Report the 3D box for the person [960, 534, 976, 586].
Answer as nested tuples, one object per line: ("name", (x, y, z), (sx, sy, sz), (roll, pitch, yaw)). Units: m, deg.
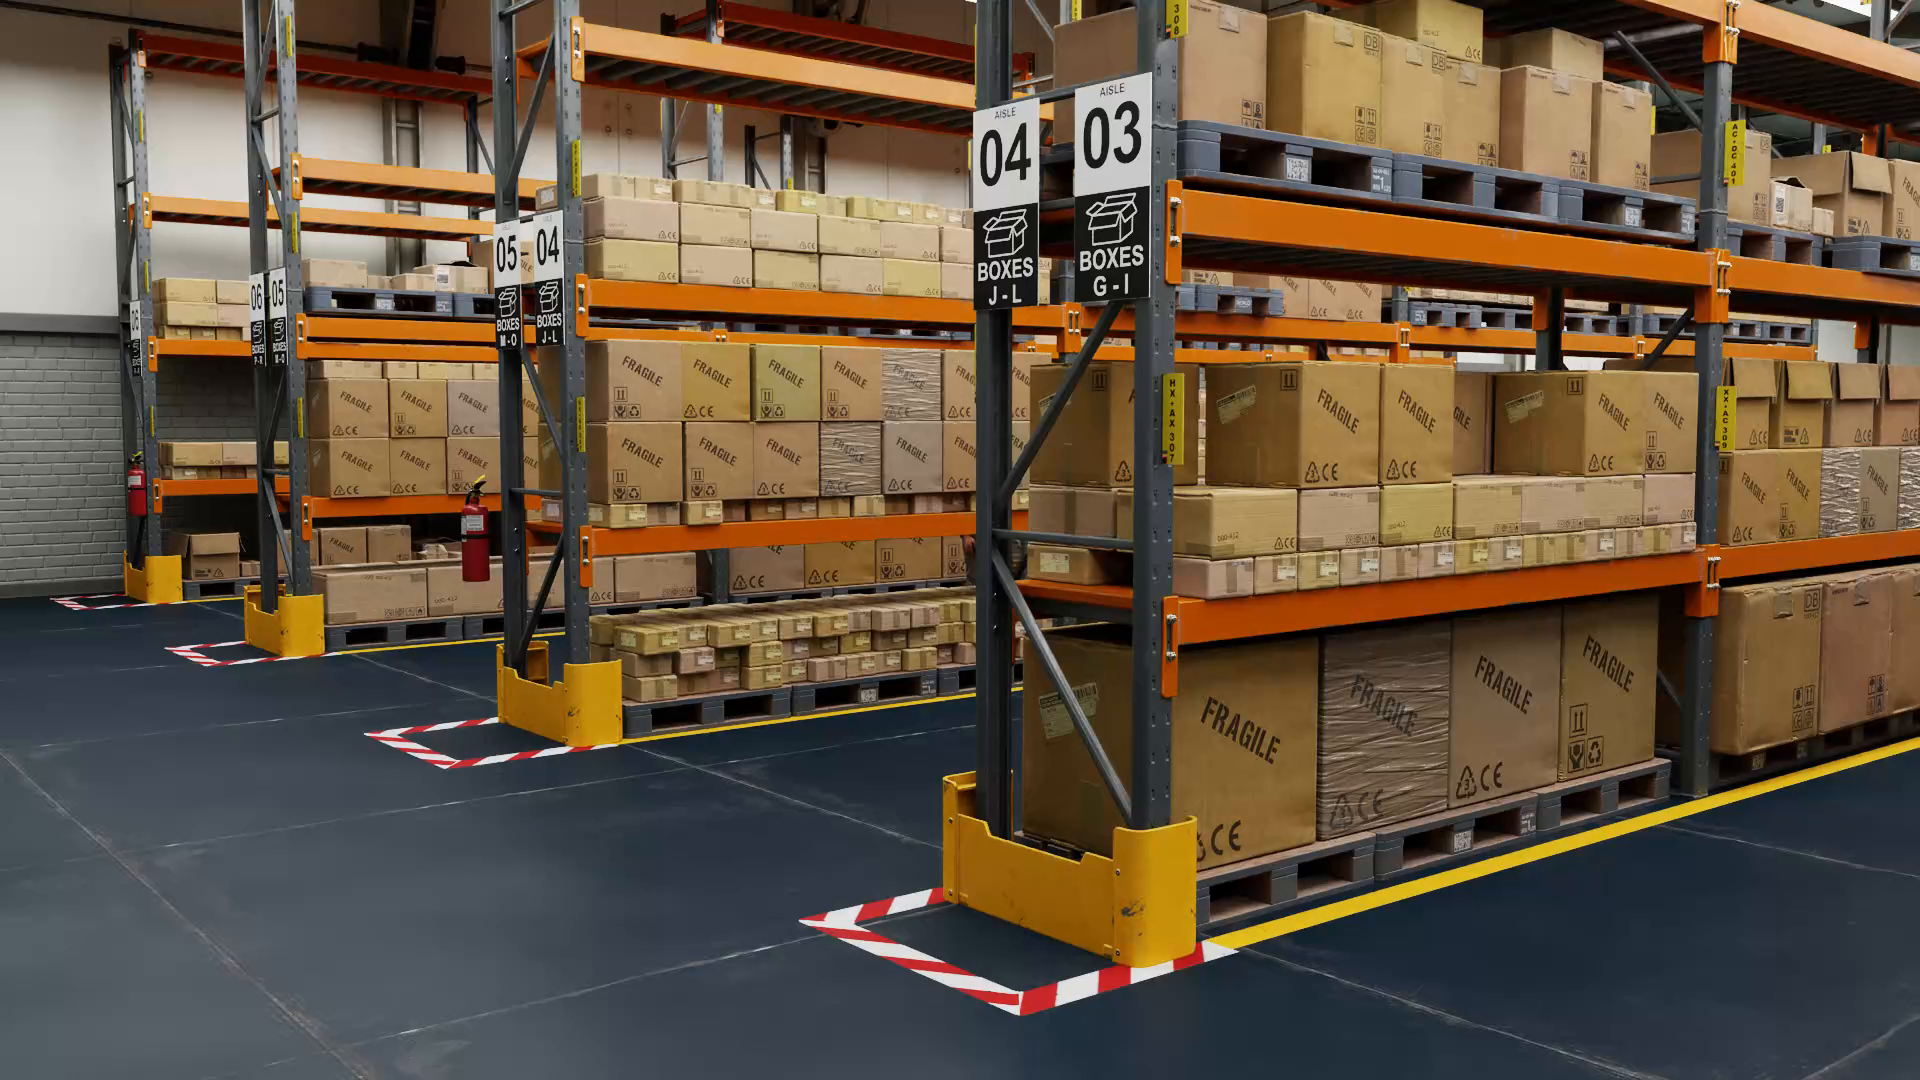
("person", (0.225, -0.006, 15.232), (0.592, 1.720, 0.426), (-4, 6, -42))
